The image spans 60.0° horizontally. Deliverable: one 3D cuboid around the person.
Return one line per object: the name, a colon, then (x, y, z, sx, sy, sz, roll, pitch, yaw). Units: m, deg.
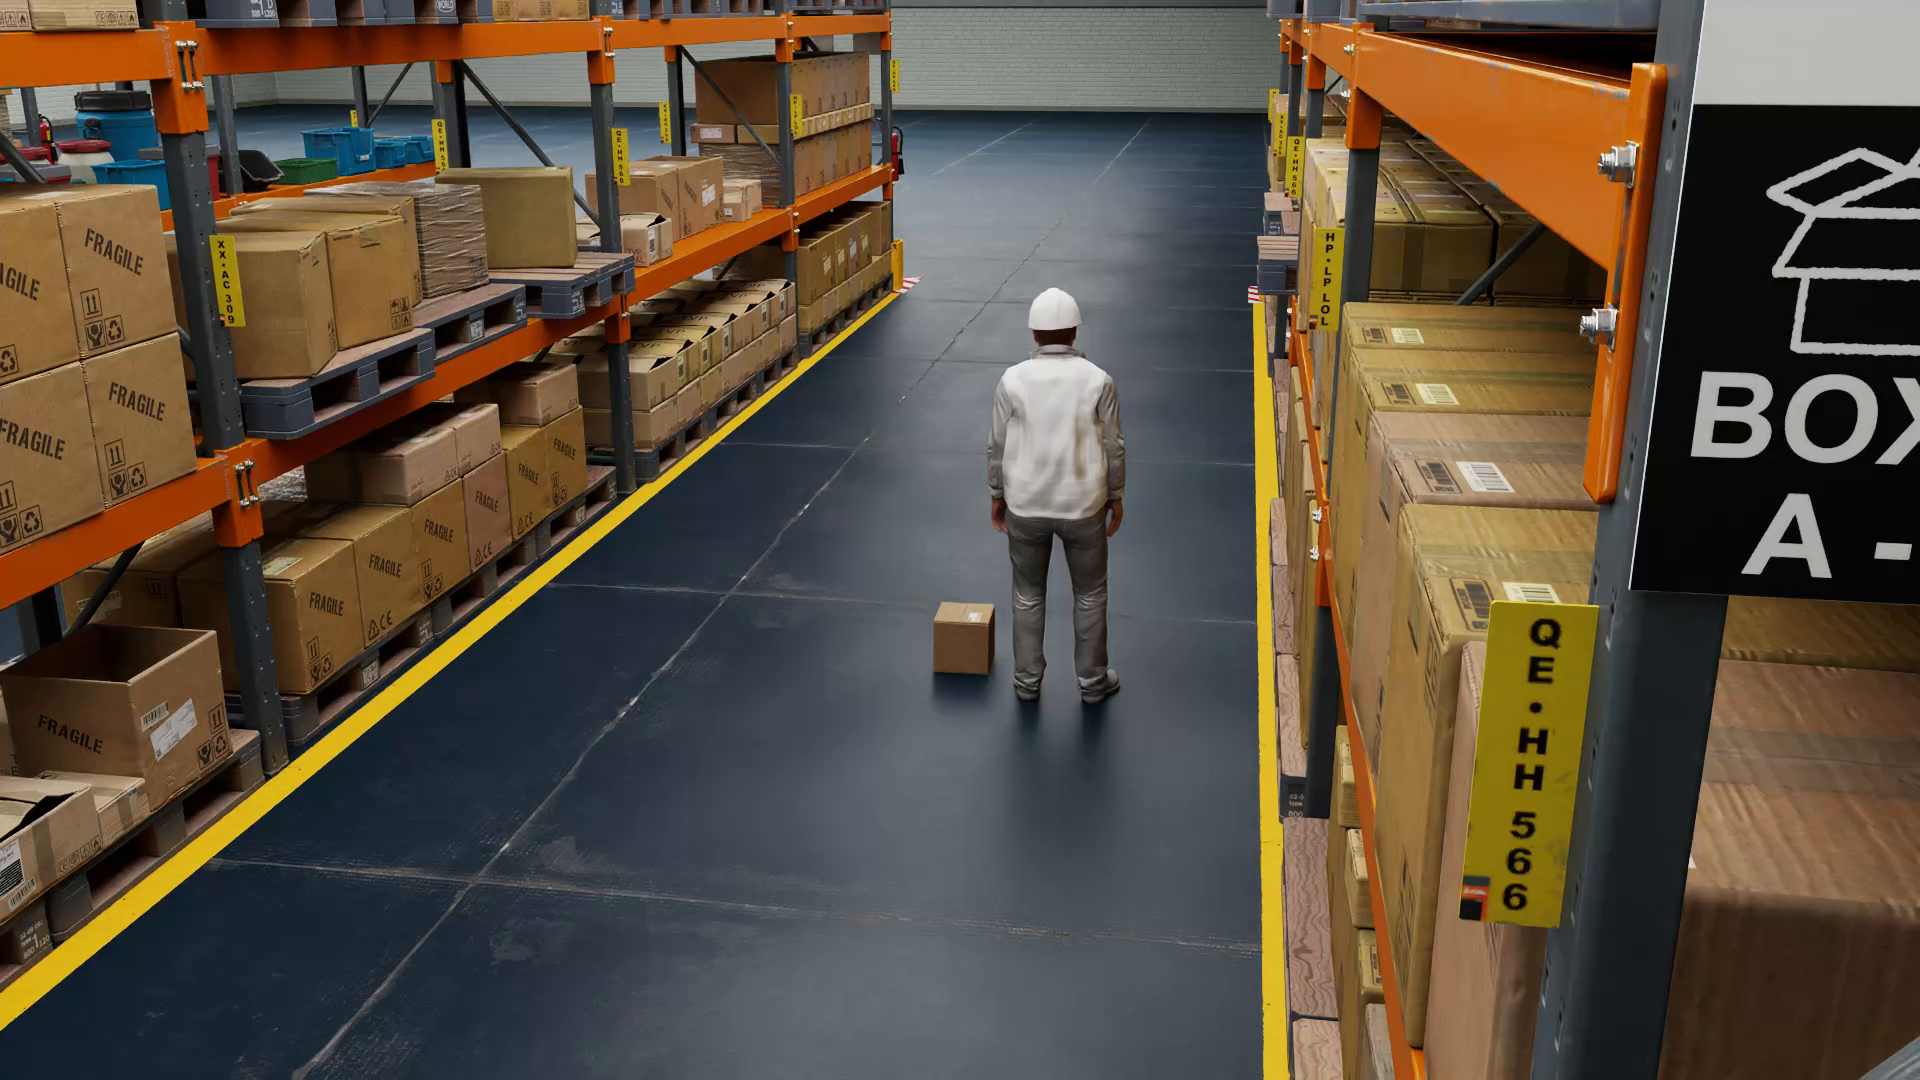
person: (0.408, -0.170, 7.046, 0.585, 1.767, 0.463, 2, 18, 7)
